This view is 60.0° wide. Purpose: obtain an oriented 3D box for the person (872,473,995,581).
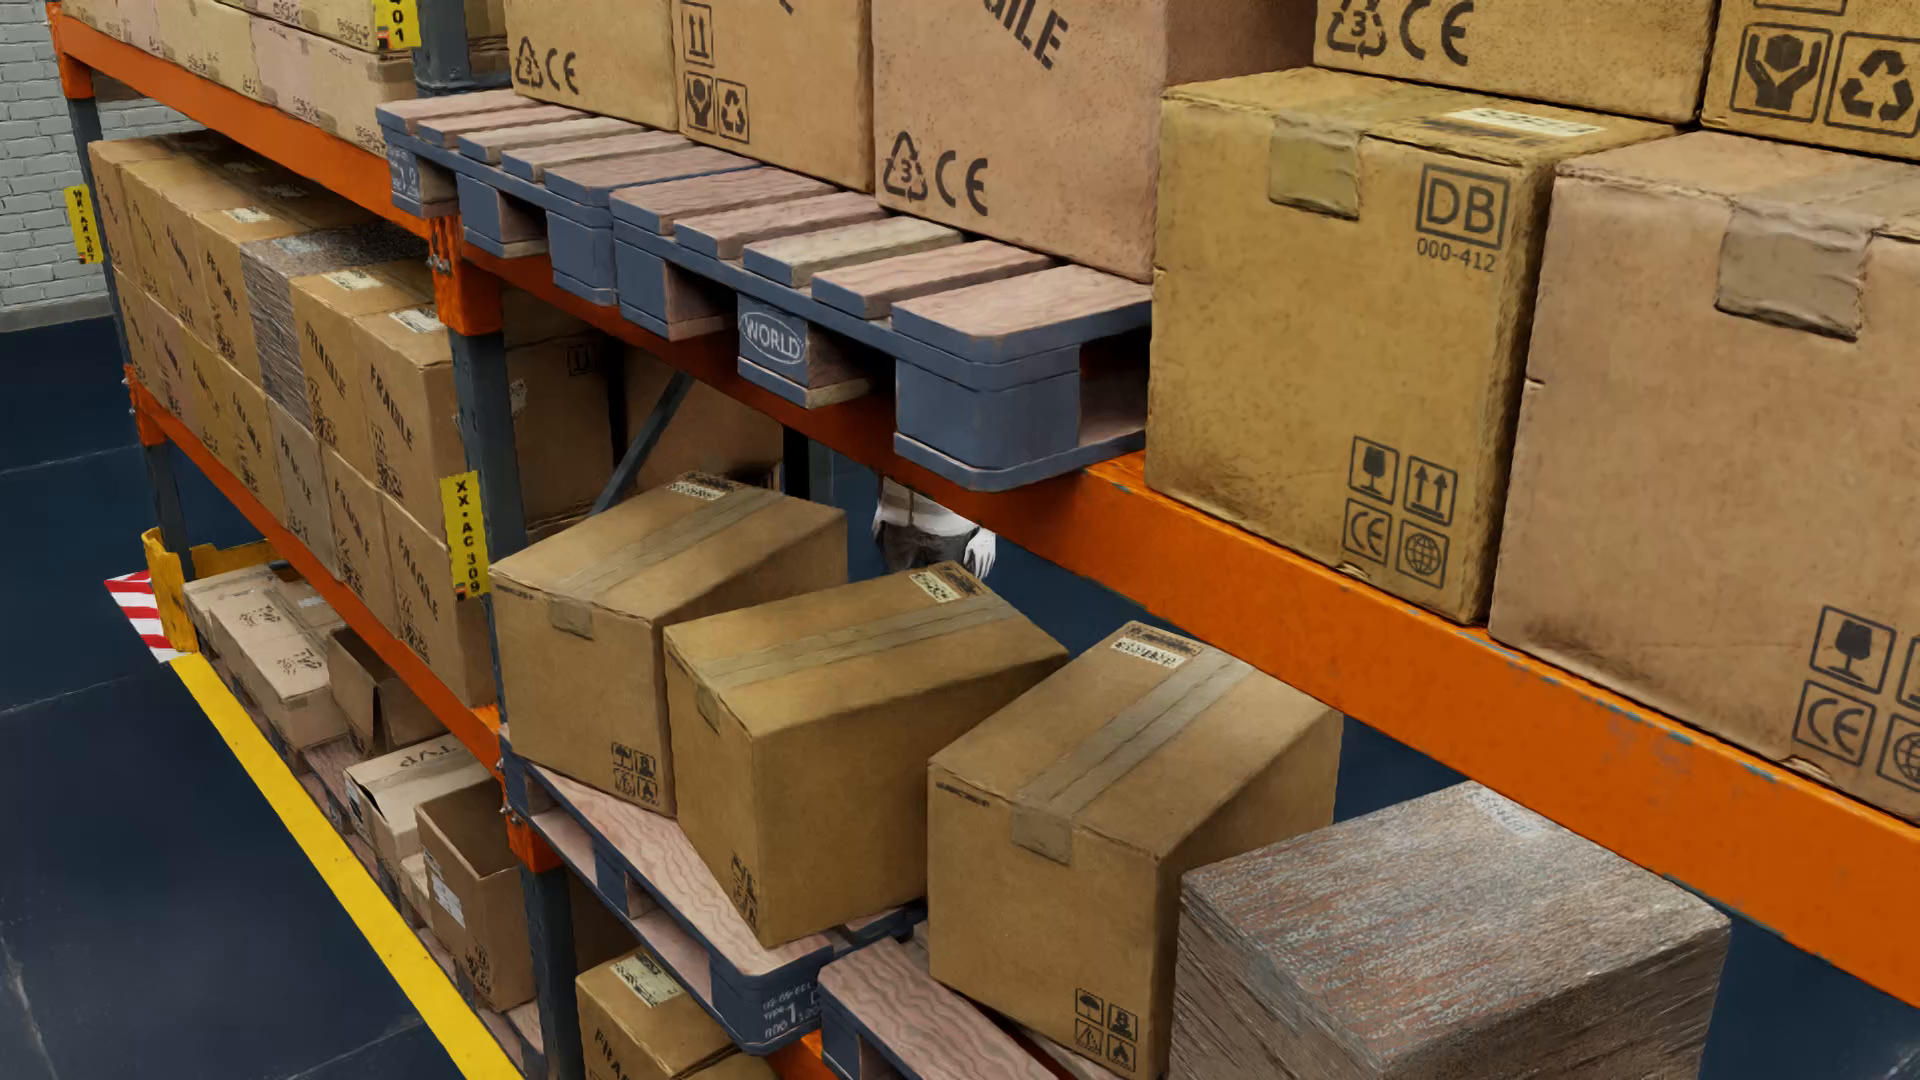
[{"bbox_3d":[-0.105,-0.064,6.695,0.601,1.788,0.410,13,28,27],"label":"person"}]
